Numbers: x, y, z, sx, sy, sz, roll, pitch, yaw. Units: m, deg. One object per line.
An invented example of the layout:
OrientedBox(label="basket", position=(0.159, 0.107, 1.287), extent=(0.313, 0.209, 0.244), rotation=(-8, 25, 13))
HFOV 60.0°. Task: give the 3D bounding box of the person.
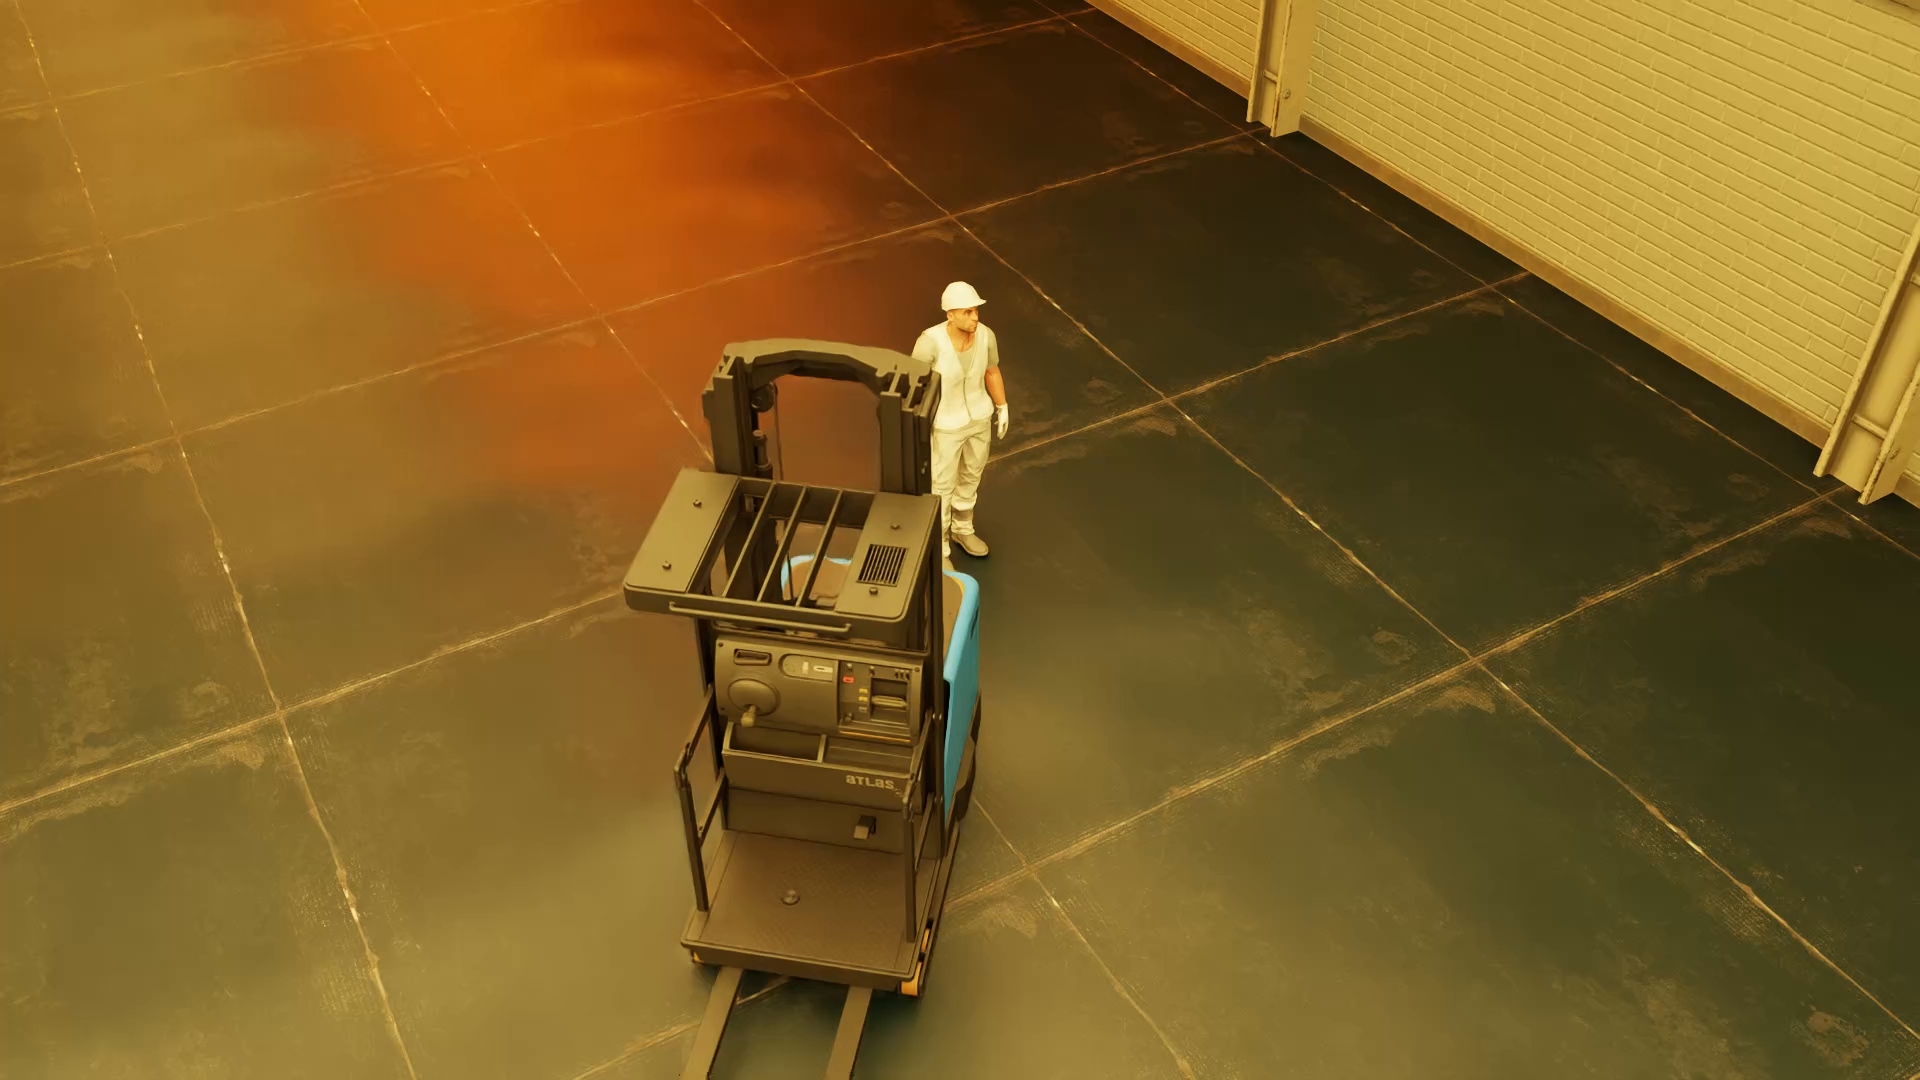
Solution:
OrientedBox(label="person", position=(0.030, -0.646, 9.699), extent=(0.638, 1.787, 0.564), rotation=(-20, 44, -23))

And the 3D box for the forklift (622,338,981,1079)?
OrientedBox(label="forklift", position=(-0.659, 0.740, 7.143), extent=(1.130, 2.935, 3.031), rotation=(7, 40, 8))
